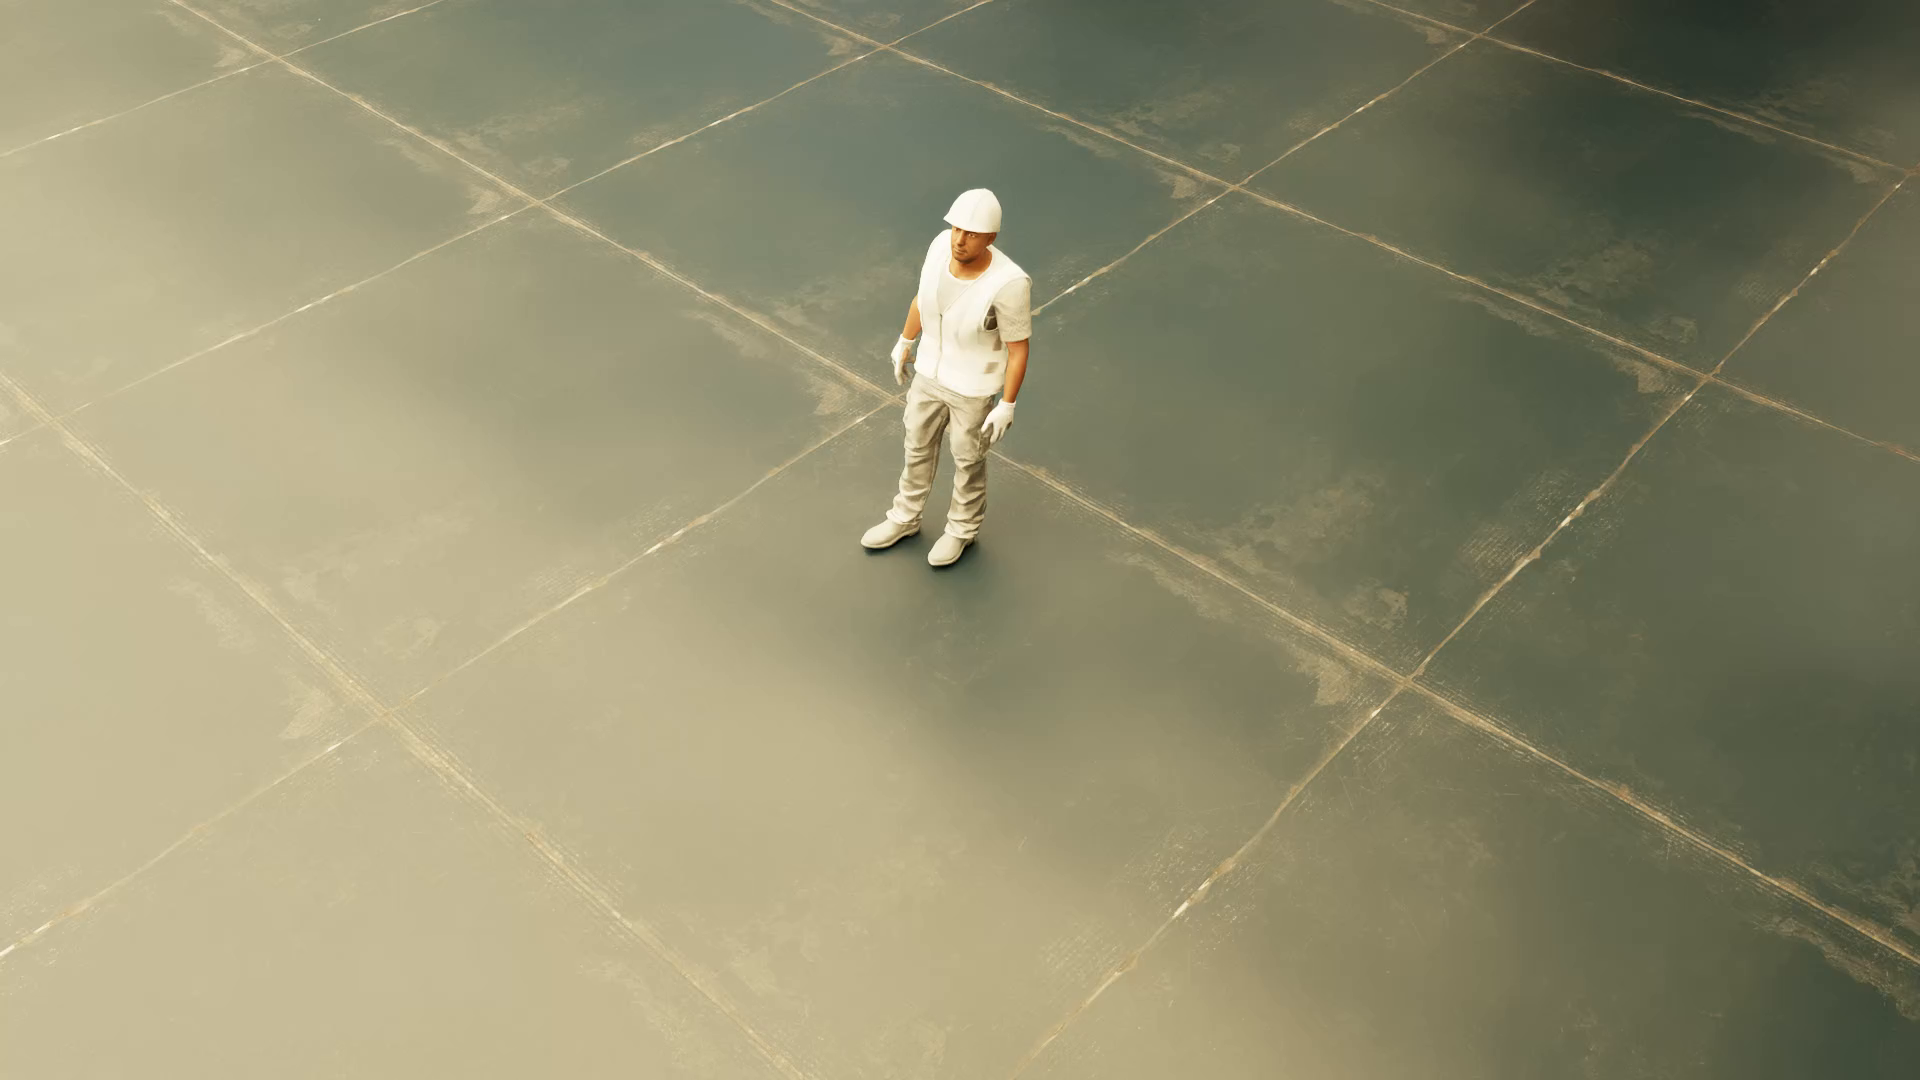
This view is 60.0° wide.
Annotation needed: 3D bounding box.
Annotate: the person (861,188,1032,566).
[{"bbox_3d":[-0.053,-0.657,7.056,0.657,1.773,0.568,31,49,31],"label":"person"}]
